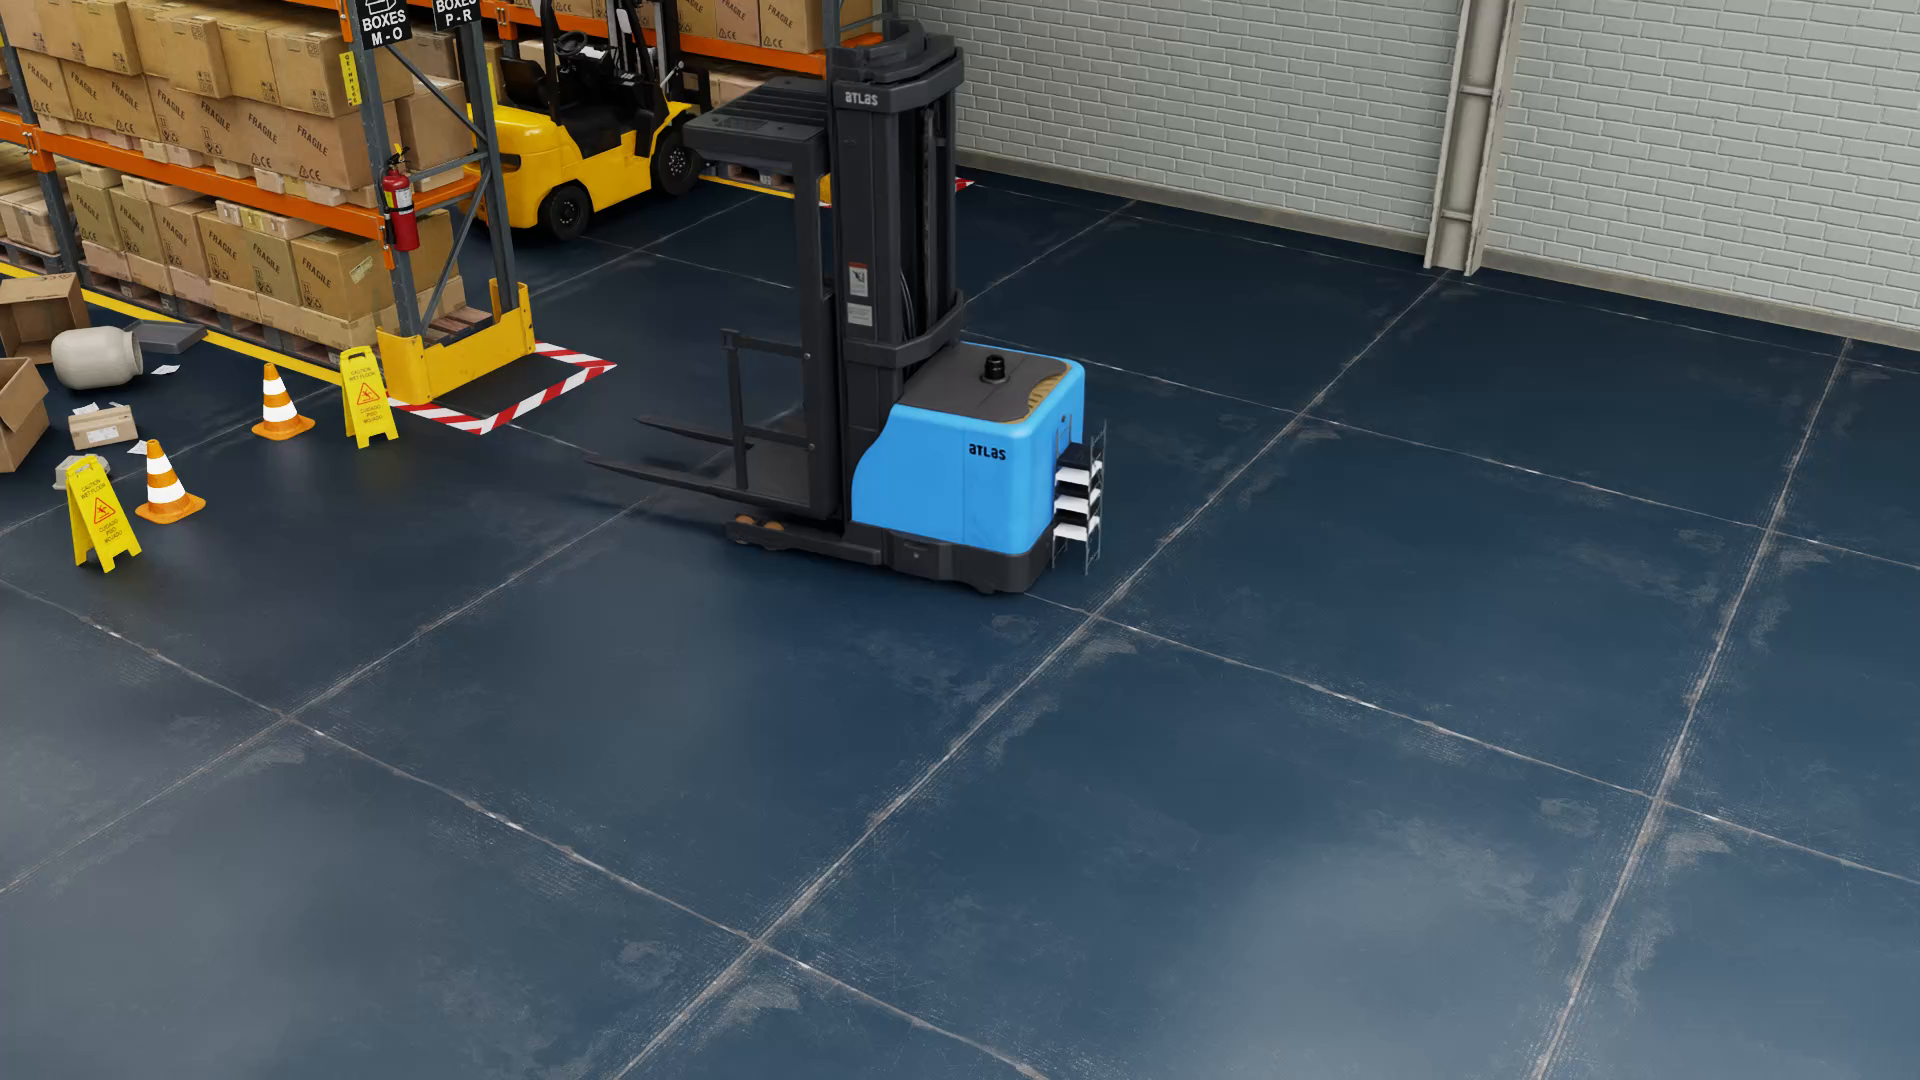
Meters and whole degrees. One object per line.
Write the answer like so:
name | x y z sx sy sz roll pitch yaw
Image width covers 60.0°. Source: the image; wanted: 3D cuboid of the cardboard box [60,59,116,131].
cardboard box | -6.240 -3.372 12.332 0.500 0.500 0.500 17 34 27

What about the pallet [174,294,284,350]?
pallet | -5.277 -1.866 12.912 1.213 0.211 1.003 18 35 27

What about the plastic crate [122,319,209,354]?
plastic crate | -6.008 -1.530 12.466 0.583 0.080 0.402 6 31 10

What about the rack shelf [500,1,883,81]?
rack shelf | -2.572 -4.835 15.948 4.000 0.370 1.077 18 35 27

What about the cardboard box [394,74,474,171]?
cardboard box | -3.768 -2.907 11.535 0.500 0.500 0.500 17 34 27

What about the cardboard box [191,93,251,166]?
cardboard box | -4.964 -2.962 11.628 0.500 0.500 0.500 17 34 27

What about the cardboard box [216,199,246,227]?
cardboard box | -5.111 -2.401 11.986 0.250 0.149 0.380 19 35 29

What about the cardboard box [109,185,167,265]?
cardboard box | -6.086 -2.468 12.744 0.500 0.500 0.500 19 35 29

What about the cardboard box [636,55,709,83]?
cardboard box | -2.728 -4.430 15.859 0.500 0.250 0.500 17 34 26

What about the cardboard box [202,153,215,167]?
cardboard box | -5.229 -2.809 12.010 0.250 0.149 0.380 18 35 27

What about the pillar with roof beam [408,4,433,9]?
pillar with roof beam | -8.360 -7.543 13.921 0.400 9.000 9.100 18 35 27

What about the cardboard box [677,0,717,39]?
cardboard box | -2.304 -4.953 15.337 0.500 0.500 0.500 17 34 26

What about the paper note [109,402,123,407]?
paper note | -5.847 -0.938 11.520 0.123 0.001 0.032 18 35 27

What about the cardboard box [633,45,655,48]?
cardboard box | -2.888 -4.787 16.471 0.500 0.250 0.500 18 35 28

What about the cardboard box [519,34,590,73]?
cardboard box | -4.023 -4.844 16.568 0.500 0.250 0.500 17 34 27

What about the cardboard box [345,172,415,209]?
cardboard box | -3.945 -2.391 11.293 0.250 0.149 0.380 19 35 29

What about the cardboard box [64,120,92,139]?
cardboard box | -6.564 -3.187 12.658 0.250 0.149 0.380 19 35 29

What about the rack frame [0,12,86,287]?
rack frame | -6.902 -3.562 13.052 0.127 3.000 1.000 18 35 27

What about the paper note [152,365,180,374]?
paper note | -5.736 -1.236 12.010 0.148 0.019 0.142 6 31 10

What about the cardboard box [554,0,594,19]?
cardboard box | -3.579 -5.362 16.038 0.500 0.500 0.500 18 35 28

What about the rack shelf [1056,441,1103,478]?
rack shelf | 0.675 -0.454 9.338 0.200 0.077 0.258 12 32 20

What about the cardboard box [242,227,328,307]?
cardboard box | -4.775 -2.050 12.027 0.500 0.500 0.500 19 35 29

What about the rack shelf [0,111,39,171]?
rack shelf | -8.596 -3.787 14.151 4.000 0.370 1.077 18 35 27

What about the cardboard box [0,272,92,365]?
cardboard box | -6.718 -1.616 12.193 0.500 0.500 0.500 -9 32 -15

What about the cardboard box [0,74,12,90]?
cardboard box | -7.485 -3.655 13.043 0.250 0.149 0.380 18 35 28

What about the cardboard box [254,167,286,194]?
cardboard box | -4.658 -2.545 11.558 0.250 0.149 0.380 18 35 28

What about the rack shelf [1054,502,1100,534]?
rack shelf | 0.675 -0.143 9.520 0.200 0.077 0.258 12 32 20

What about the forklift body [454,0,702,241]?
forklift body | -3.454 -3.973 14.598 1.214 2.155 2.313 18 35 27

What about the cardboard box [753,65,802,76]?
cardboard box | -1.610 -4.378 15.769 0.500 0.250 0.500 18 35 27

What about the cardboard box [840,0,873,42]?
cardboard box | -1.150 -4.904 15.253 0.500 0.500 0.500 19 35 29

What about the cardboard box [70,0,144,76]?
cardboard box | -5.813 -3.663 11.838 0.500 0.500 0.700 17 34 26

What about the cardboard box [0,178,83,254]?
cardboard box | -7.348 -2.748 13.847 0.625 0.372 0.950 18 35 28

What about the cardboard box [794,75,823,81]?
cardboard box | -1.434 -4.026 15.166 0.500 0.250 0.500 19 35 29

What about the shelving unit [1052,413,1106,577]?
shelving unit | 0.675 -0.250 9.458 0.210 0.900 0.258 12 32 20

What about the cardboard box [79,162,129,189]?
cardboard box | -6.472 -2.828 12.716 0.250 0.149 0.380 18 35 28

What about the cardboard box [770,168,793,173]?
cardboard box | -1.444 -3.595 15.420 0.500 0.250 0.500 18 35 28

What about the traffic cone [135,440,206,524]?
traffic cone | -4.866 -0.395 10.140 0.334 0.463 0.336 18 35 27

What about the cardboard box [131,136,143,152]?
cardboard box | -5.890 -2.989 12.319 0.250 0.149 0.380 17 34 27

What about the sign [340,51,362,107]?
sign | -3.826 -2.896 10.447 0.005 0.325 0.100 18 35 27

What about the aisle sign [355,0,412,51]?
aisle sign | -3.616 -3.473 10.319 0.004 0.787 0.394 18 35 27

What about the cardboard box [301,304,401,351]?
cardboard box | -4.362 -1.592 11.987 0.500 0.250 0.500 17 34 27

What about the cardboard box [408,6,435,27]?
cardboard box | -6.005 -5.384 18.114 0.625 0.625 0.875 16 34 25

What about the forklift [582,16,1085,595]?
forklift | -0.833 -1.434 9.472 3.031 2.935 1.130 12 32 20

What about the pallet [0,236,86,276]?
pallet | -7.562 -2.566 14.111 1.213 0.211 1.003 18 35 27

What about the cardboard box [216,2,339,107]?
cardboard box | -4.488 -3.277 11.175 0.500 0.500 0.700 18 35 28

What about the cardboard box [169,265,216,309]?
cardboard box | -5.637 -2.003 12.692 0.500 0.250 0.500 17 34 27
